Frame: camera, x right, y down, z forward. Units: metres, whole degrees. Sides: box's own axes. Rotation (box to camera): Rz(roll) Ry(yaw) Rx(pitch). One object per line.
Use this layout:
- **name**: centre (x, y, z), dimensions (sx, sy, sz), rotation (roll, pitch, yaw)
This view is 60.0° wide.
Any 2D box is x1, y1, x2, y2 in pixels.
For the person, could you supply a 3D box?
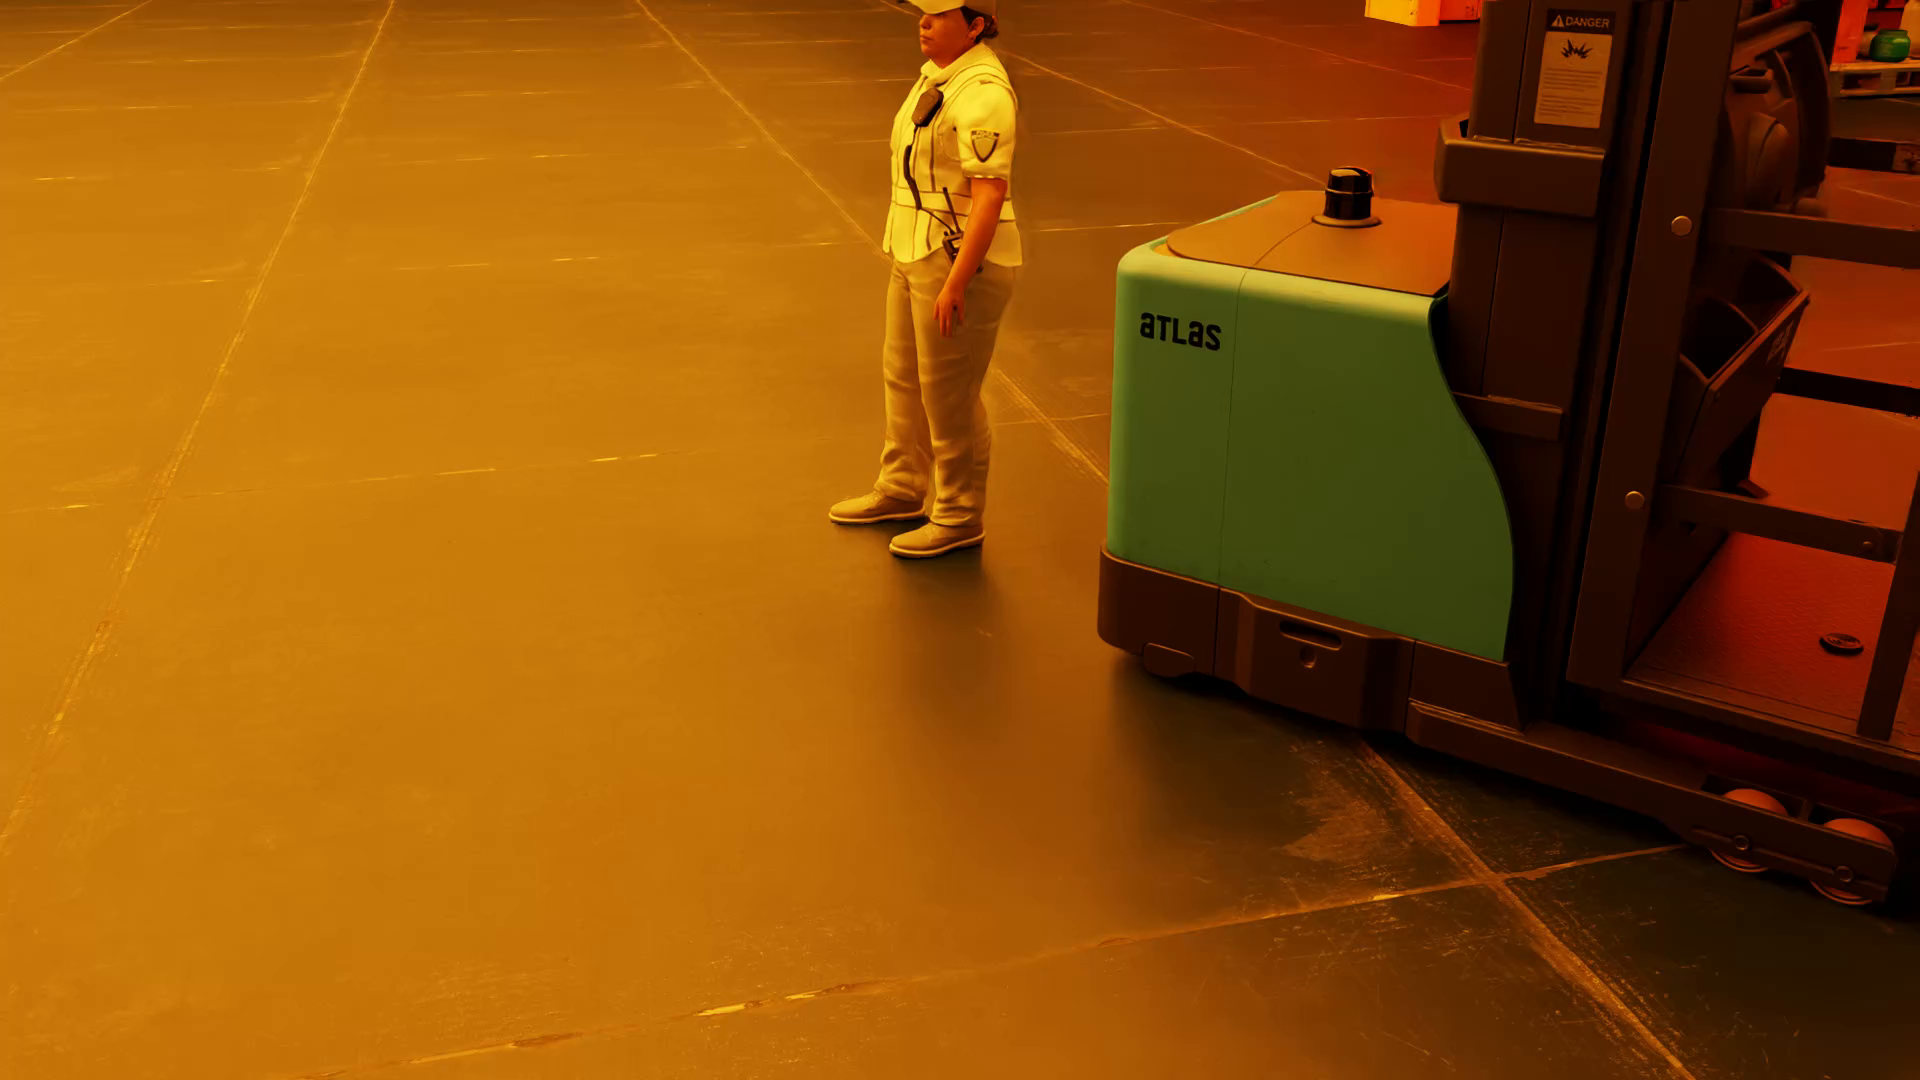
- **person**: centre (-0.096, -0.762, 4.717), dimensions (0.506, 1.672, 0.601), rotation (-7, 24, -15)

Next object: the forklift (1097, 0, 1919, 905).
- **forklift**: centre (1.850, -0.854, 3.318), dimensions (3.031, 2.935, 1.130), rotation (16, 28, 32)
